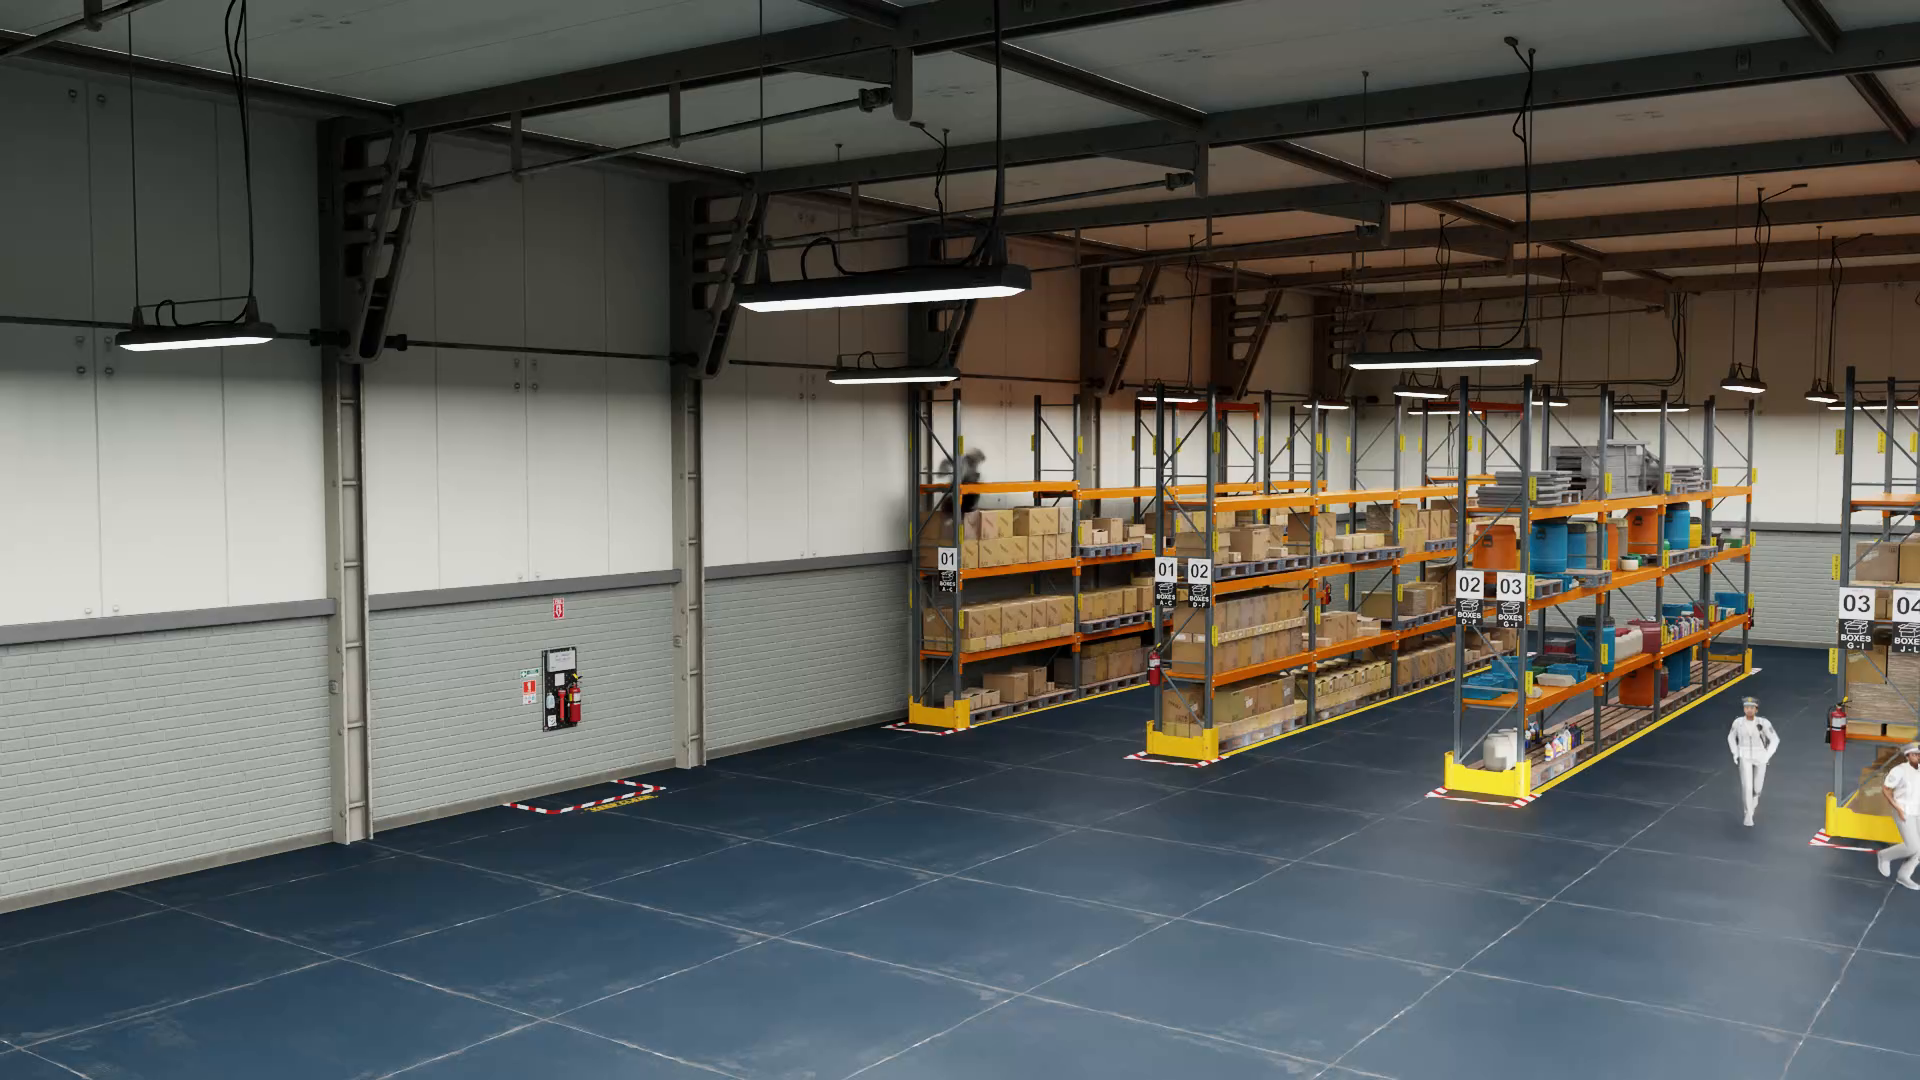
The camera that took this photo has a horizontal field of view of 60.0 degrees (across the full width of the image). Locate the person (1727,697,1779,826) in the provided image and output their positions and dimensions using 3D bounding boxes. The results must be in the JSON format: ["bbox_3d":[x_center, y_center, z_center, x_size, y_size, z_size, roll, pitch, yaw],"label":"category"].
[{"bbox_3d":[10.551,2.914,22.132,0.624,1.699,0.680,2,4,29],"label":"person"}]

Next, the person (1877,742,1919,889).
[{"bbox_3d":[10.790,3.103,18.860,0.565,1.673,0.591,-1,3,-11],"label":"person"}]
